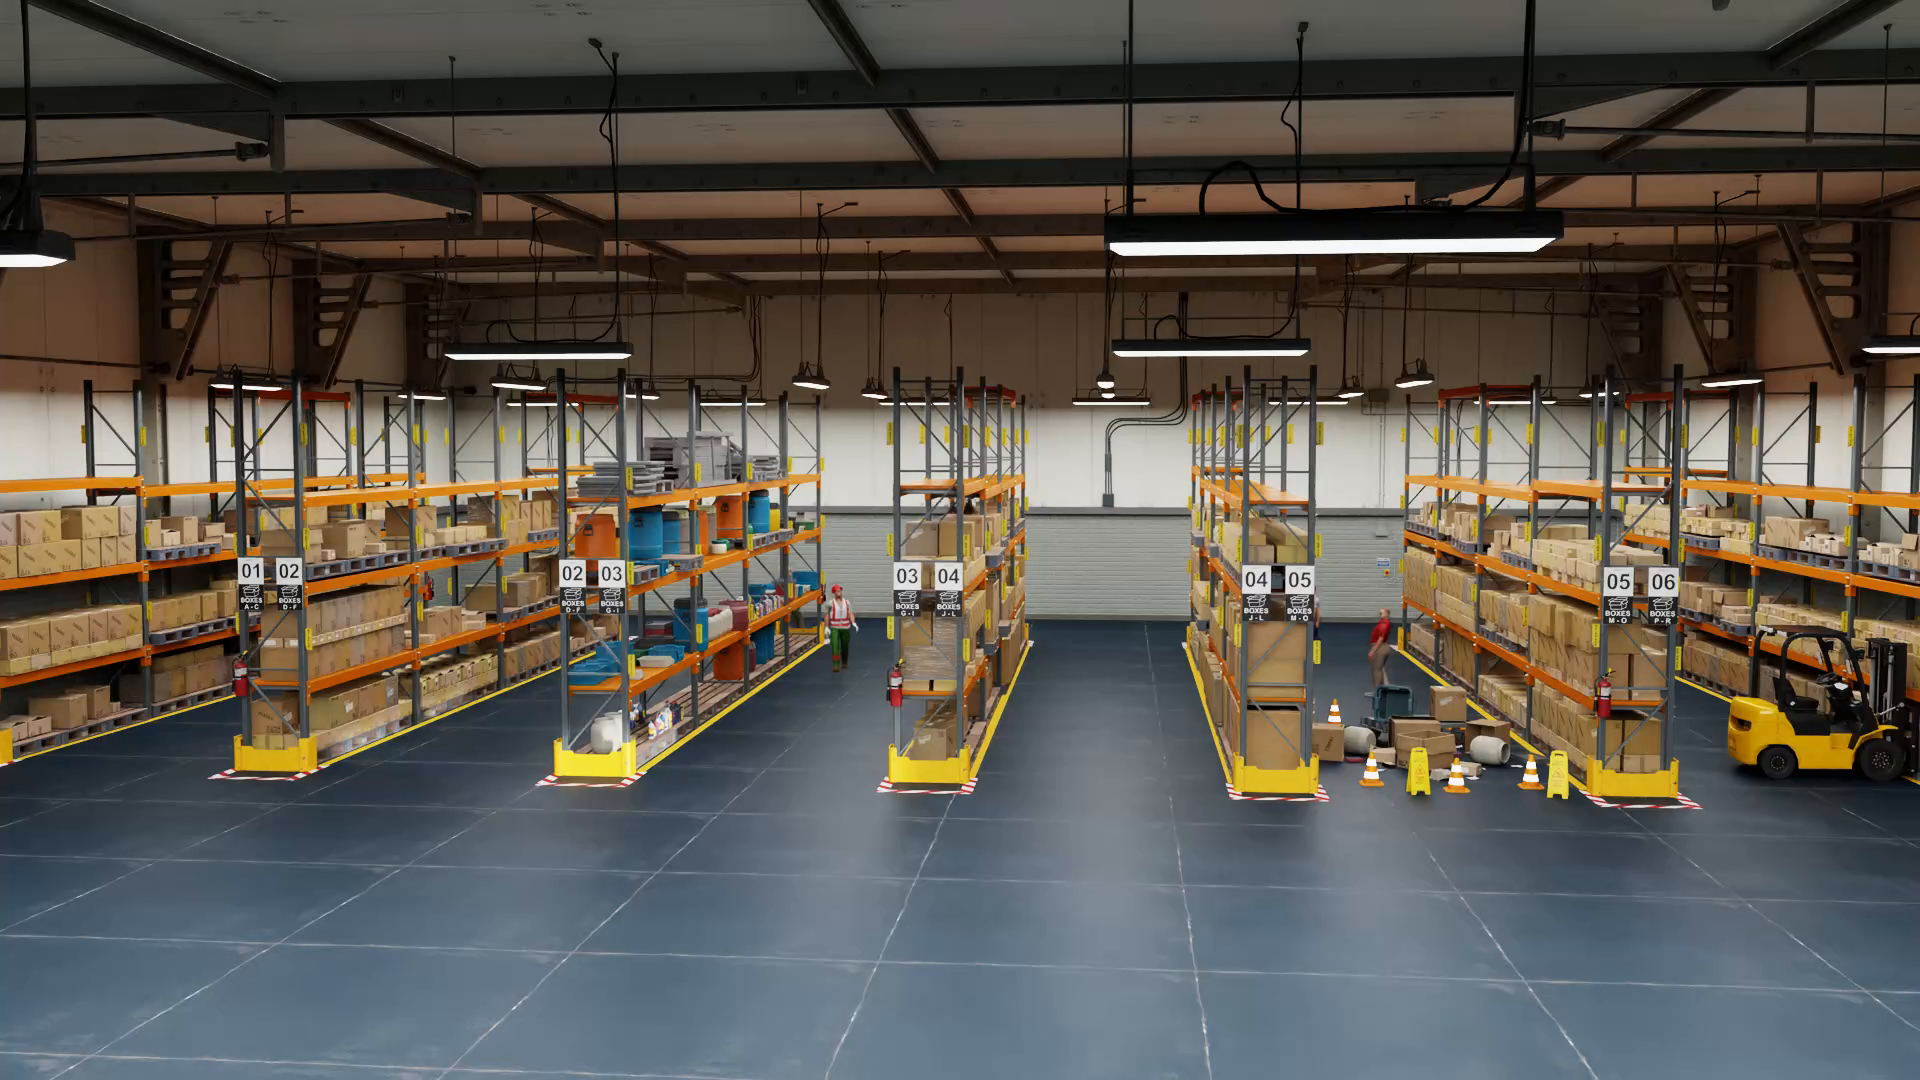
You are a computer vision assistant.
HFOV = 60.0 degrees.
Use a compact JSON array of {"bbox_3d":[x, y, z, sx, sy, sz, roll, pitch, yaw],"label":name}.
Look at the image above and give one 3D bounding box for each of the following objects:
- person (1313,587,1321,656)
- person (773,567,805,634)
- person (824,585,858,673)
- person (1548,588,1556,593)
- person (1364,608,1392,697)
[{"bbox_3d":[7.928,1.844,37.789,0.567,1.640,0.539,0,4,6],"label":"person"},{"bbox_3d":[-4.229,1.555,41.695,1.123,1.736,0.690,2,4,24],"label":"person"},{"bbox_3d":[-2.384,1.777,33.379,0.676,1.743,1.029,0,4,-4],"label":"person"},{"bbox_3d":[13.187,1.822,37.113,0.455,1.772,0.603,1,4,16],"label":"person"},{"bbox_3d":[8.035,2.175,31.910,0.494,1.752,0.594,3,5,41],"label":"person"}]
